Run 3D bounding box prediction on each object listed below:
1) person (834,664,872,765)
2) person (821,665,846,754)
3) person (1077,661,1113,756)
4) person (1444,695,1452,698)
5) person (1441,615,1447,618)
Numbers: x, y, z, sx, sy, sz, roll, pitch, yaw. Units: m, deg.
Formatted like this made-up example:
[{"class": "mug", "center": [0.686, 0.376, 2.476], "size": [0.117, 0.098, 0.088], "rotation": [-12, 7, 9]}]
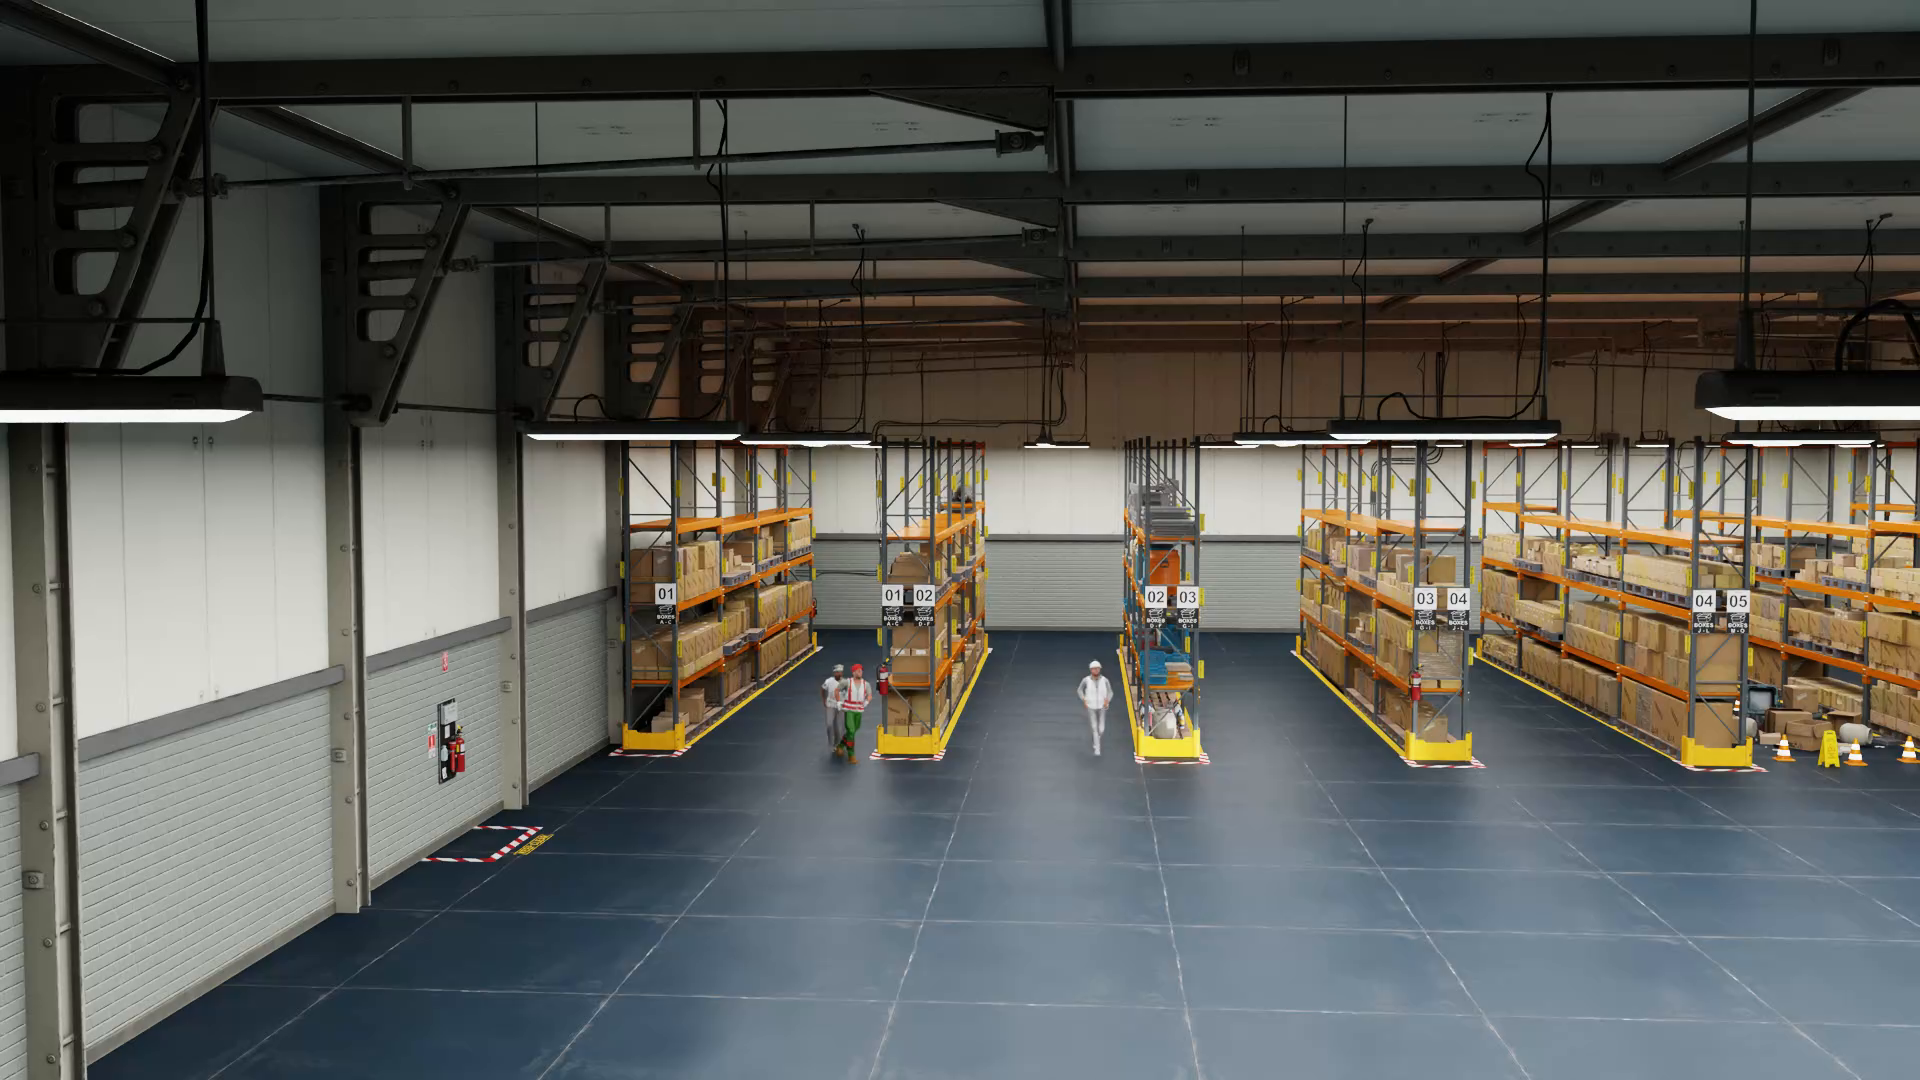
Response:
[{"class": "person", "center": [-1.958, 3.187, 30.796], "size": [0.688, 1.787, 0.863], "rotation": [-2, 4, -31]}, {"class": "person", "center": [-2.354, 3.202, 31.589], "size": [0.589, 1.684, 0.625], "rotation": [0, 3, -3]}, {"class": "person", "center": [2.562, 3.162, 31.506], "size": [0.673, 1.753, 0.789], "rotation": [0, 3, -7]}, {"class": "person", "center": [11.284, 2.795, 38.363], "size": [0.649, 1.740, 0.594], "rotation": [0, 3, 0]}, {"class": "person", "center": [13.143, 2.452, 45.268], "size": [0.684, 1.681, 0.902], "rotation": [1, 3, 12]}]
